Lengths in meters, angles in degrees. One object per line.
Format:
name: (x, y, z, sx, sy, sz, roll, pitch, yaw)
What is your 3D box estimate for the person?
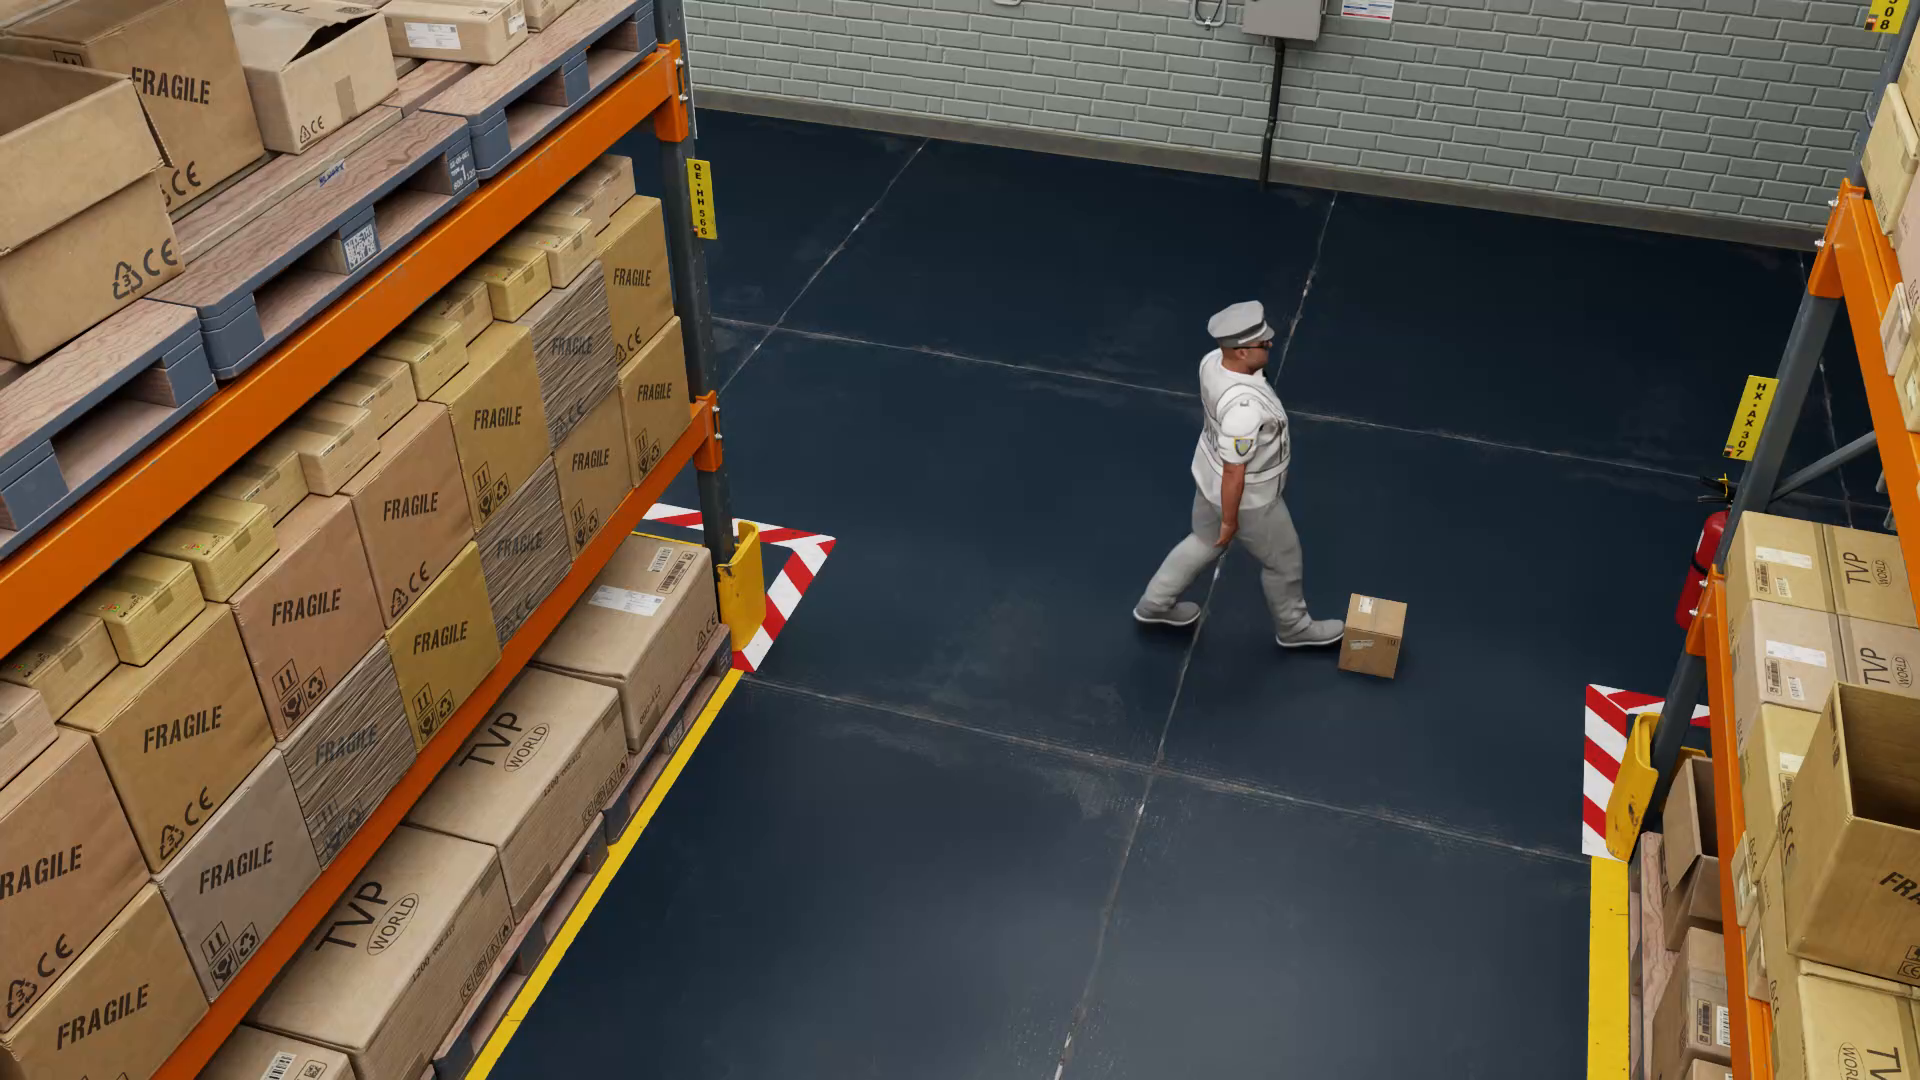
person: (1.286, -0.278, 7.234, 0.937, 1.728, 0.537, -8, 38, -10)
